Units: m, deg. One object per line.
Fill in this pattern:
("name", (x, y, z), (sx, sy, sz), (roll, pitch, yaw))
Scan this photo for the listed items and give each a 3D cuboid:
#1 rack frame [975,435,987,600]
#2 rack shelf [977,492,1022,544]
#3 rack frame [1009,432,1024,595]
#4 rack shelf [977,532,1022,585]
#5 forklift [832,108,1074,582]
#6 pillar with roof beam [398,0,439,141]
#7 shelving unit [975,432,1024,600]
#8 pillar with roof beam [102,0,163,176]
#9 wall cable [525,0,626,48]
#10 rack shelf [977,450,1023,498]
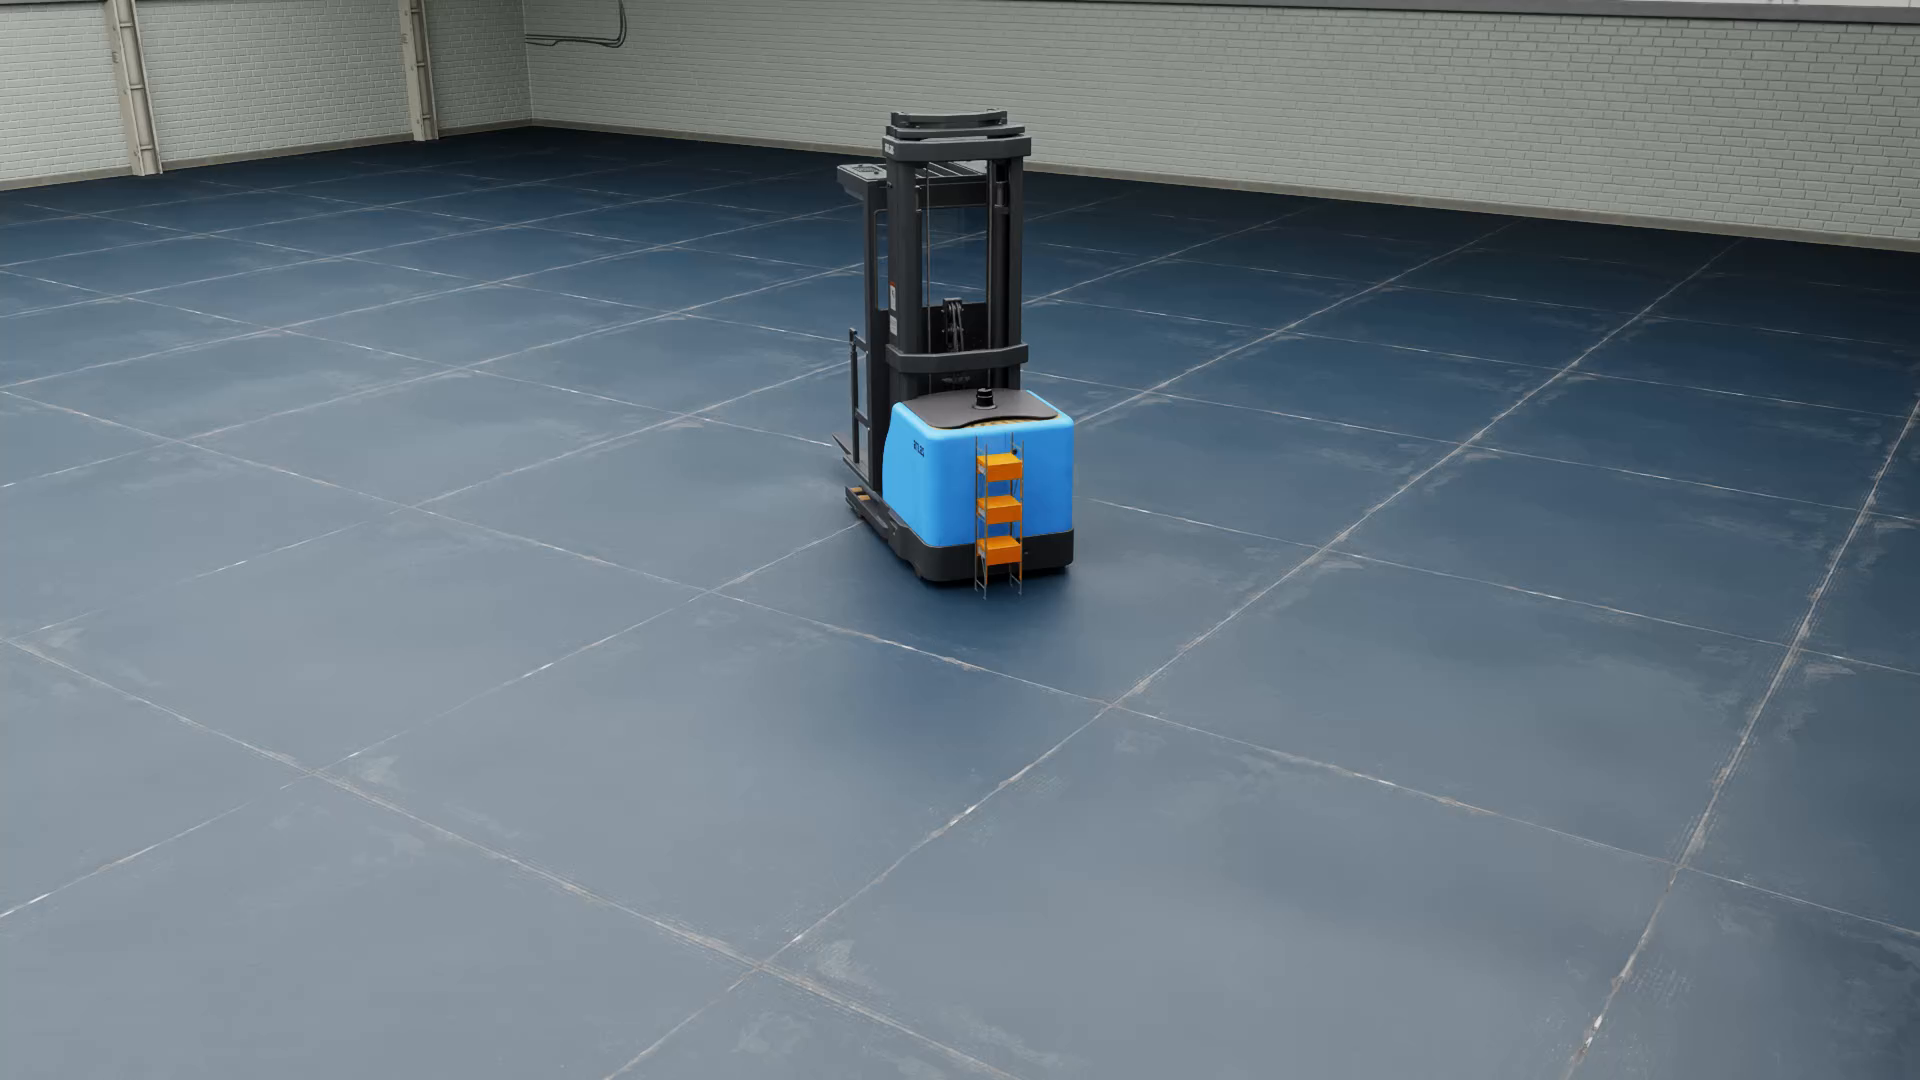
("rack frame", (0.133, -0.138, 10.624), (0.008, 1.050, 0.200), (-7, 21, -18))
("rack shelf", (0.248, -0.142, 10.666), (0.240, 0.259, 0.215), (-7, 21, -18))
("rack frame", (0.363, -0.166, 10.701), (0.008, 1.050, 0.200), (-7, 21, -18))
("rack shelf", (0.248, 0.119, 10.763), (0.240, 0.259, 0.215), (-7, 21, -18))
("forklift", (-0.211, -1.581, 11.814), (1.130, 2.935, 3.031), (-7, 21, -18))
("pillar with roof beam", (-7.271, -11.505, 29.896), (9.100, 9.000, 0.400), (13, 24, 32))
("shelving unit", (0.248, -0.152, 10.662), (0.252, 1.050, 0.215), (-7, 21, -18))
("pillar with roof beam", (-10.644, -9.783, 25.242), (9.100, 9.000, 0.400), (13, 24, 32))
("wall cable", (-8.082, -11.475, 34.292), (3.097, 2.526, 0.112), (13, 24, 32))
("rack shelf", (0.248, -0.408, 10.568), (0.240, 0.259, 0.215), (-7, 21, -18))
